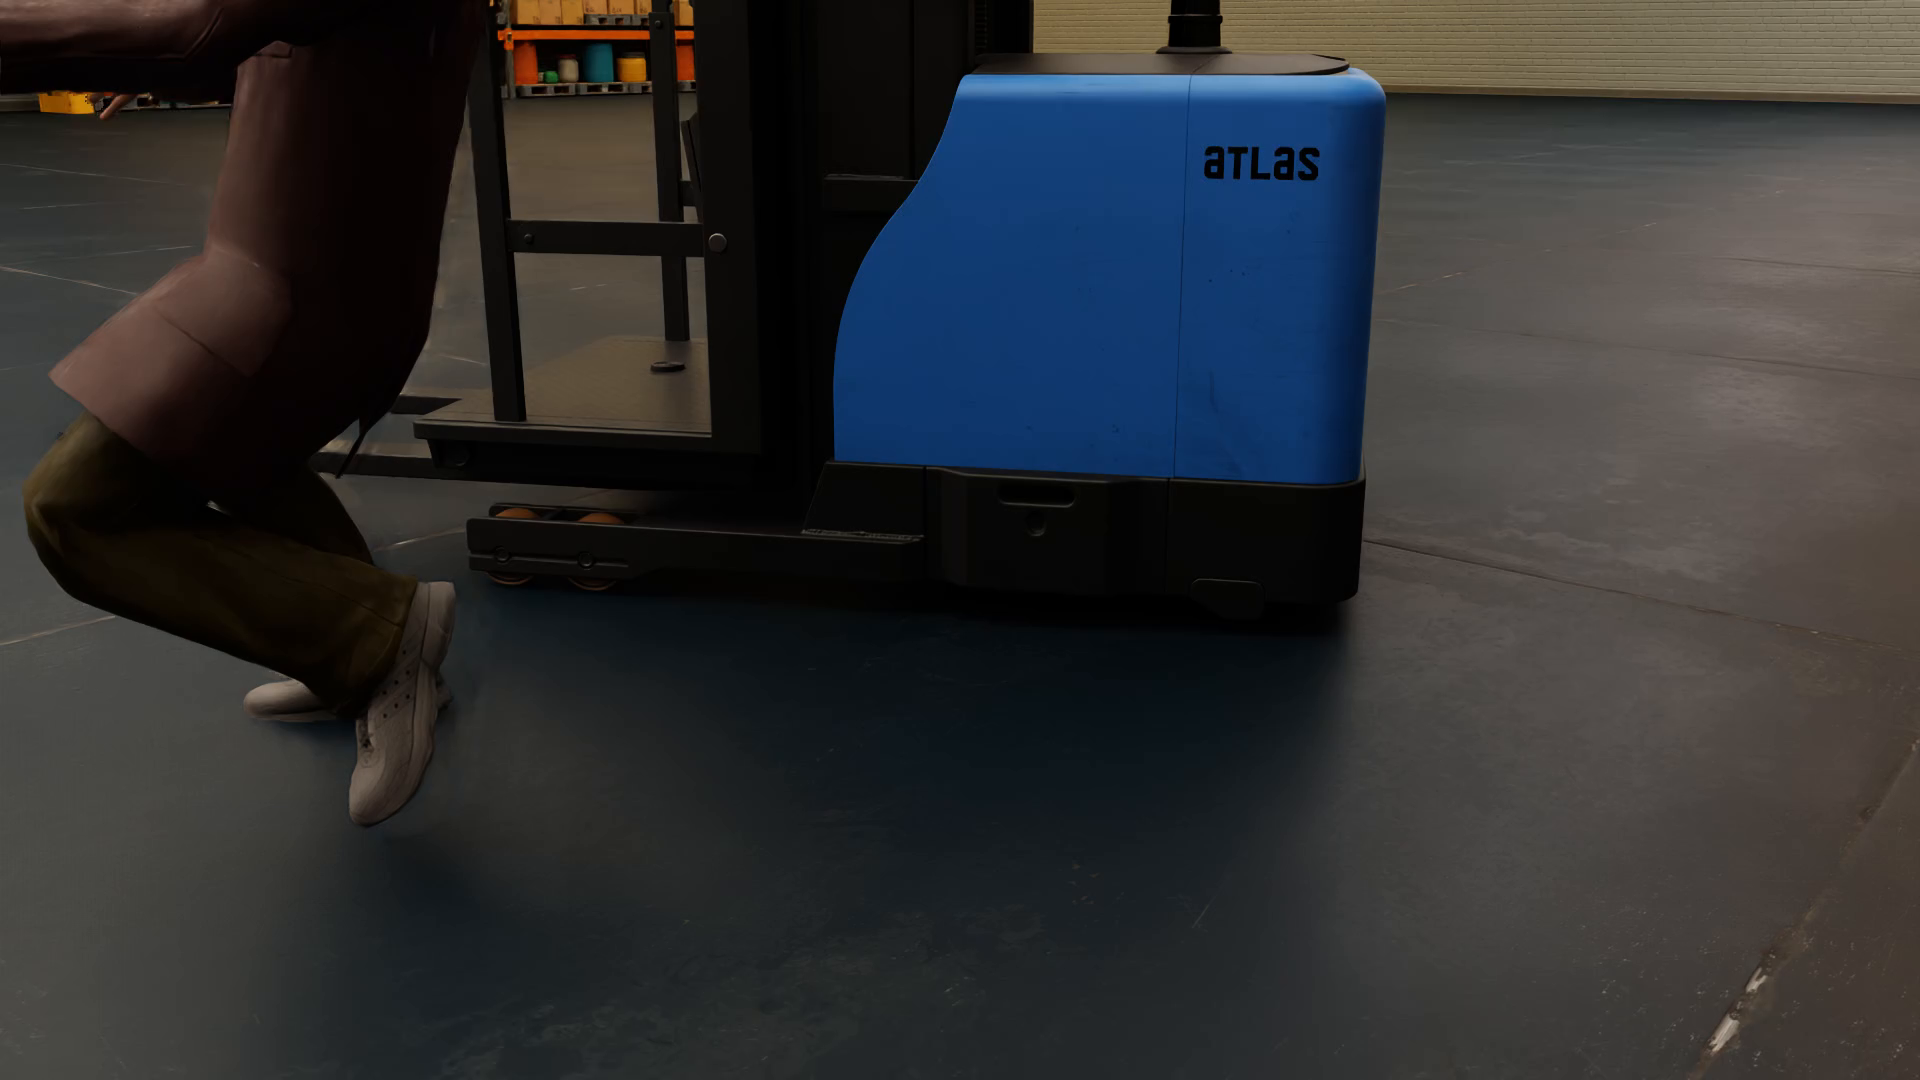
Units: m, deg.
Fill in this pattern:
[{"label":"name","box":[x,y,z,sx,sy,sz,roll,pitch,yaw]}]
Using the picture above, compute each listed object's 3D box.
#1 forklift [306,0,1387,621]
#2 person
[{"label":"forklift","box":[-0.598,-1.438,3.633,3.031,2.935,1.130,3,17,11]},{"label":"person","box":[-1.057,-0.381,2.467,0.767,1.622,0.913,-2,17,-5]}]
